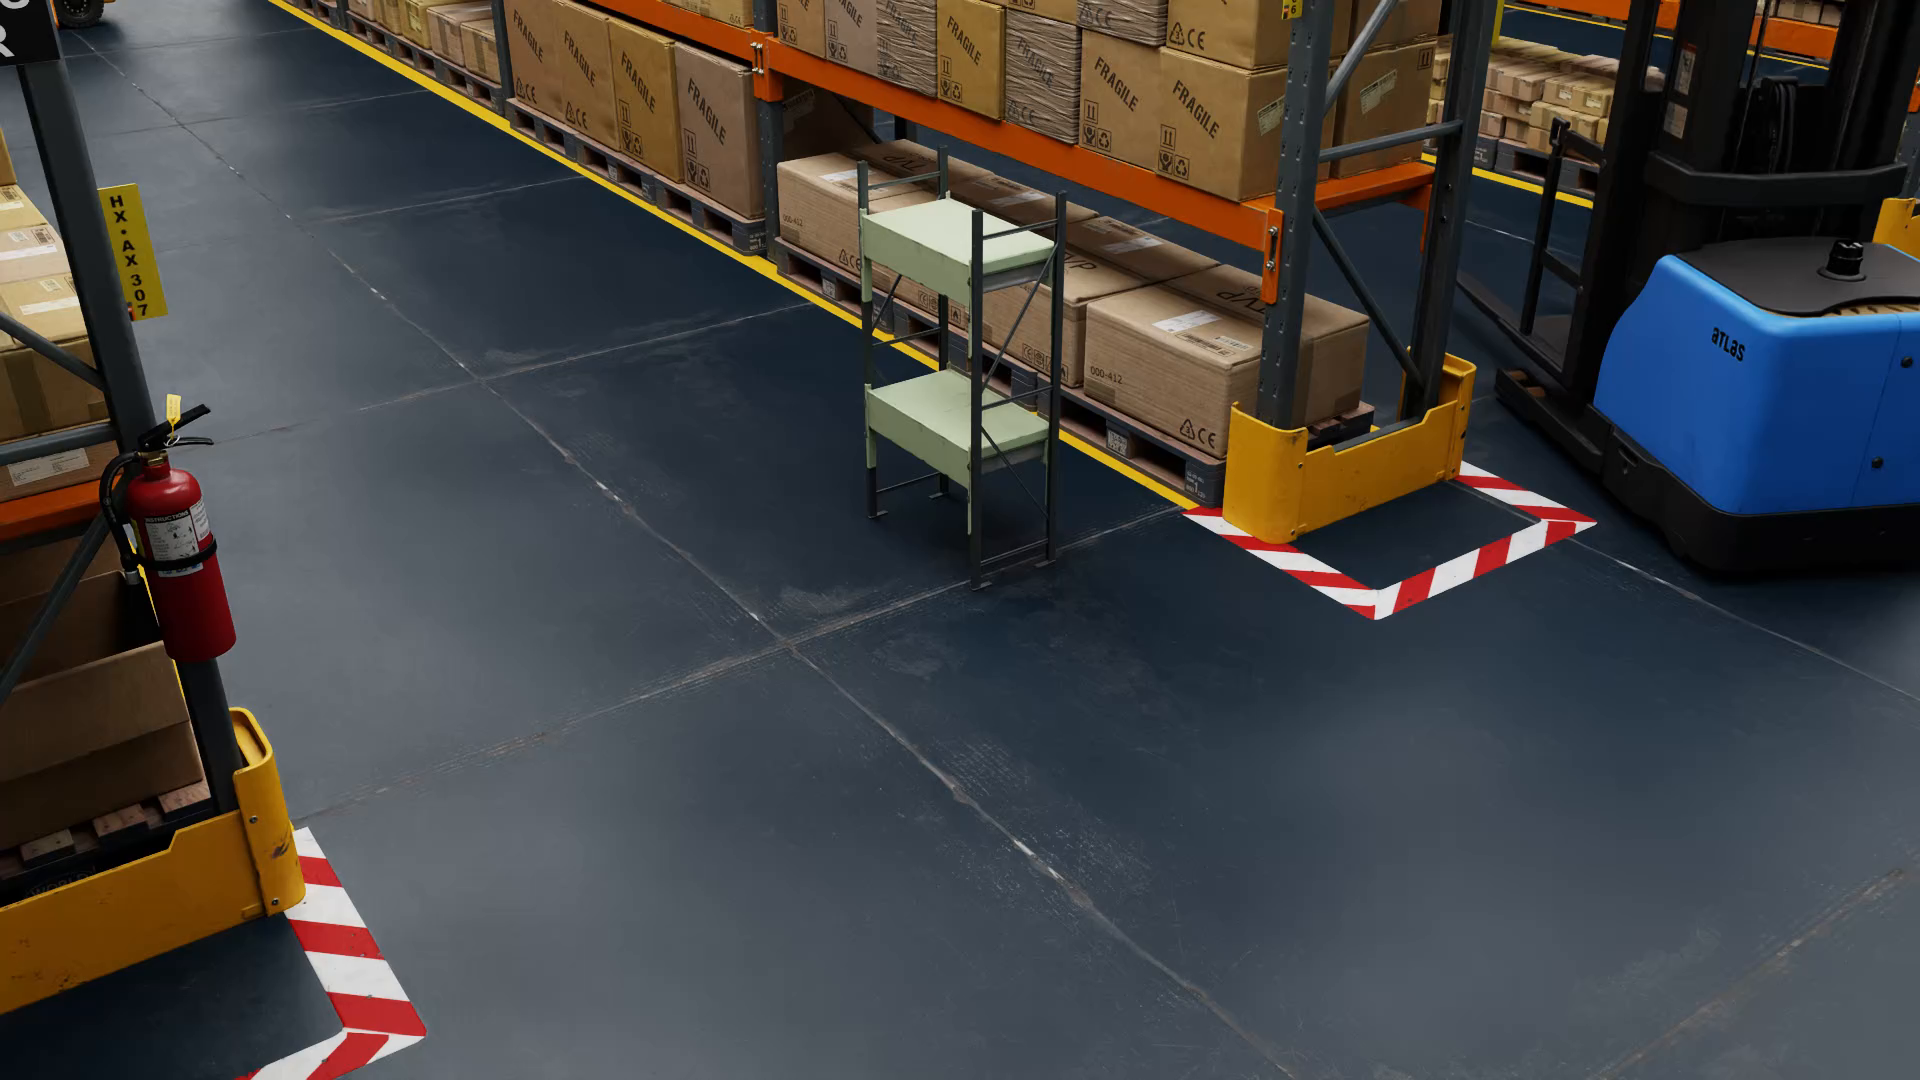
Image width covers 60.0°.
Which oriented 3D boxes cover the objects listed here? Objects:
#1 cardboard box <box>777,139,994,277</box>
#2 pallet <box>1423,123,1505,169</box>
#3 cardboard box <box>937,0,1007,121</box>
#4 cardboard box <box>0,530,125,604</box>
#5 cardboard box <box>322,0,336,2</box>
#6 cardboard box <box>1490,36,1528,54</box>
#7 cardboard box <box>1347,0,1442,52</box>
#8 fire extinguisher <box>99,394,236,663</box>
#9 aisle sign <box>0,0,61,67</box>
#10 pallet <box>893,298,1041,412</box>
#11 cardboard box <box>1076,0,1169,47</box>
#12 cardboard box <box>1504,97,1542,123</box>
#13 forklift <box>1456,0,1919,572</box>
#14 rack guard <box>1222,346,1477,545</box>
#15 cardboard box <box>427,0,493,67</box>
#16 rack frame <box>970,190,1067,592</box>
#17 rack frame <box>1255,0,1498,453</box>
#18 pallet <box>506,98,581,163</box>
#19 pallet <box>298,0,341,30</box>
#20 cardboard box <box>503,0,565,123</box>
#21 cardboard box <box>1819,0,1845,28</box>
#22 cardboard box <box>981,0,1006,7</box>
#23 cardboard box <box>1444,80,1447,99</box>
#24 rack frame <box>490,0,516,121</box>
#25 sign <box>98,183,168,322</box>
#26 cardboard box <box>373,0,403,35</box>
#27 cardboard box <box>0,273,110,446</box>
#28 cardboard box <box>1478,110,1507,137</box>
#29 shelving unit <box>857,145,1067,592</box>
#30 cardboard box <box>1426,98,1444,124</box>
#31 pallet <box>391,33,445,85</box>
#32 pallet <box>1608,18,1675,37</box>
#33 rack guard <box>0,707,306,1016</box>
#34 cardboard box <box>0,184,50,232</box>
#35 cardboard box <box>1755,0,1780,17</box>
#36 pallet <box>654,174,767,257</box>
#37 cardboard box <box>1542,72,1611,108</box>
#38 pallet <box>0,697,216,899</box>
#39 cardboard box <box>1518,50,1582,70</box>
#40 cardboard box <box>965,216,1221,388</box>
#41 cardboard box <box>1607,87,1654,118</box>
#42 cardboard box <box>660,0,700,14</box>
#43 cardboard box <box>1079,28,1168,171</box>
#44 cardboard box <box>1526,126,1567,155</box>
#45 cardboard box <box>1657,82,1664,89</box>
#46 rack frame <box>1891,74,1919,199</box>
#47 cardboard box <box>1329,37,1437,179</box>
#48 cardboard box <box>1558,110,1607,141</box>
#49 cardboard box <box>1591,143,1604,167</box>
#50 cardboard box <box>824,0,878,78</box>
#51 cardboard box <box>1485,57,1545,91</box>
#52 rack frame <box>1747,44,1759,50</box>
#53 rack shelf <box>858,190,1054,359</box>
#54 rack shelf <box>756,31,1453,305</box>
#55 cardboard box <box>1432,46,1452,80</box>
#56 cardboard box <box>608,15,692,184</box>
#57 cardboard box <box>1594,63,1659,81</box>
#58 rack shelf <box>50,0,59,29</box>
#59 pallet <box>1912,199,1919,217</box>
[{"bbox_3d":[-0.415,-1.864,9.284,0.875,0.438,0.875,-19,34,-31],"label":"cardboard box"},{"bbox_3d":[3.700,-3.012,12.076,1.003,0.211,1.213,-19,34,-31],"label":"pallet"},{"bbox_3d":[0.237,-2.276,7.694,0.500,0.500,0.500,-18,33,-29],"label":"cardboard box"},{"bbox_3d":[-3.155,0.158,5.495,0.700,0.500,0.500,-17,33,-29],"label":"cardboard box"},{"bbox_3d":[-5.895,-5.321,15.846,0.500,0.250,0.500,-17,33,-28],"label":"cardboard box"},{"bbox_3d":[3.880,-3.528,12.026,0.380,0.149,0.250,-18,33,-30],"label":"cardboard box"},{"bbox_3d":[1.582,-2.273,6.640,0.500,0.500,0.500,-20,34,-32],"label":"cardboard box"},{"bbox_3d":[-1.951,-0.022,4.119,0.296,0.674,0.183,-19,34,-31],"label":"fire extinguisher"},{"bbox_3d":[-2.134,-1.346,3.362,0.394,0.787,0.004,-19,34,-31],"label":"aisle sign"},{"bbox_3d":[0.397,-1.062,8.484,1.003,0.211,1.213,-19,34,-31],"label":"pallet"},{"bbox_3d":[0.827,-2.324,6.734,0.500,0.500,0.500,-19,34,-30],"label":"cardboard box"},{"bbox_3d":[3.916,-2.945,11.264,0.380,0.149,0.250,-17,33,-28],"label":"cardboard box"},{"bbox_3d":[3.171,-1.847,7.079,1.130,2.935,3.031,-4,29,-7],"label":"forklift"},{"bbox_3d":[1.642,-0.417,6.993,1.175,0.500,0.348,-19,34,-31],"label":"rack guard"},{"bbox_3d":[-3.767,-4.171,13.601,0.950,0.372,0.625,-19,34,-32],"label":"cardboard box"},{"bbox_3d":[0.208,-0.519,6.135,0.400,1.500,0.023,-19,34,-31],"label":"rack frame"},{"bbox_3d":[1.628,-1.524,6.414,1.000,3.000,0.127,-19,34,-31],"label":"rack frame"},{"bbox_3d":[-2.617,-3.082,12.203,1.003,0.211,1.213,-19,34,-31],"label":"pallet"},{"bbox_3d":[-5.751,-5.215,16.132,1.003,0.211,1.213,-19,34,-31],"label":"pallet"},{"bbox_3d":[-2.679,-3.594,12.011,0.875,0.875,0.875,-19,34,-31],"label":"cardboard box"},{"bbox_3d":[5.069,-2.979,9.356,0.380,0.149,0.250,-19,34,-31],"label":"cardboard box"},{"bbox_3d":[0.253,-2.713,7.451,0.500,0.500,0.500,-19,34,-31],"label":"cardboard box"},{"bbox_3d":[3.621,-3.164,11.668,0.380,0.149,0.250,-19,34,-31],"label":"cardboard box"},{"bbox_3d":[-3.012,-4.634,12.141,1.000,3.000,0.127,-19,34,-31],"label":"rack frame"},{"bbox_3d":[-1.971,-0.680,3.951,0.100,0.325,0.005,-19,34,-31],"label":"sign"},{"bbox_3d":[-4.607,-4.738,14.644,0.950,0.372,0.625,-17,33,-28],"label":"cardboard box"},{"bbox_3d":[-2.457,-0.465,4.308,0.500,0.250,0.500,-19,34,-30],"label":"cardboard box"},{"bbox_3d":[3.760,-2.920,11.530,0.380,0.149,0.250,-20,34,-32],"label":"cardboard box"},{"bbox_3d":[-0.004,-0.662,6.397,0.431,1.500,0.755,-19,34,-31],"label":"shelving unit"},{"bbox_3d":[3.385,-3.087,11.838,0.380,0.149,0.250,-18,33,-29],"label":"cardboard box"},{"bbox_3d":[-4.168,-4.187,14.239,1.003,0.211,1.213,-19,34,-31],"label":"pallet"},{"bbox_3d":[6.871,-4.877,15.508,1.003,0.211,1.213,-19,34,-31],"label":"pallet"},{"bbox_3d":[-2.457,0.920,4.532,1.175,0.500,0.348,-19,34,-31],"label":"rack guard"},{"bbox_3d":[-3.046,-0.857,5.030,0.500,0.250,0.500,-19,34,-32],"label":"cardboard box"},{"bbox_3d":[4.744,-3.165,9.698,0.380,0.149,0.250,-18,33,-29],"label":"cardboard box"},{"bbox_3d":[-1.201,-2.133,10.457,1.003,0.211,1.213,-19,34,-31],"label":"pallet"},{"bbox_3d":[4.087,-2.983,11.024,0.380,0.149,0.250,-20,35,-33],"label":"cardboard box"},{"bbox_3d":[-2.920,0.737,5.171,1.003,0.211,1.213,-19,34,-31],"label":"pallet"},{"bbox_3d":[4.117,-3.310,11.626,0.380,0.149,0.250,-18,33,-29],"label":"cardboard box"},{"bbox_3d":[0.626,-1.165,7.997,0.875,0.438,0.875,-18,33,-29],"label":"cardboard box"},{"bbox_3d":[4.373,-2.782,10.654,0.380,0.149,0.250,-20,34,-32],"label":"cardboard box"},{"bbox_3d":[-1.452,-3.316,9.871,0.500,0.250,0.500,-19,34,-31],"label":"cardboard box"},{"bbox_3d":[0.854,-1.882,6.967,0.500,0.500,0.500,-20,34,-32],"label":"cardboard box"},{"bbox_3d":[4.017,-2.697,11.120,0.380,0.149,0.250,-20,34,-32],"label":"cardboard box"},{"bbox_3d":[4.795,-2.931,10.928,0.380,0.149,0.250,-18,33,-30],"label":"cardboard box"},{"bbox_3d":[5.602,-2.934,9.009,1.000,3.000,0.127,-19,34,-31],"label":"rack frame"},{"bbox_3d":[1.583,-1.834,6.880,0.500,0.500,0.500,-19,34,-31],"label":"cardboard box"},{"bbox_3d":[4.133,-2.726,10.862,0.380,0.149,0.250,-18,34,-30],"label":"cardboard box"},{"bbox_3d":[4.317,-2.497,10.752,0.380,0.149,0.250,-18,33,-30],"label":"cardboard box"},{"bbox_3d":[-0.345,-2.672,8.422,0.500,0.500,0.500,-19,34,-30],"label":"cardboard box"},{"bbox_3d":[3.781,-3.188,11.400,0.380,0.149,0.250,-20,34,-32],"label":"cardboard box"},{"bbox_3d":[7.380,-5.823,14.329,1.000,3.000,0.127,-19,34,-31],"label":"rack frame"},{"bbox_3d":[-0.004,-1.005,6.211,0.431,0.370,0.720,-19,34,-31],"label":"rack shelf"},{"bbox_3d":[0.468,-1.986,8.017,1.077,0.370,4.000,-19,34,-31],"label":"rack shelf"},{"bbox_3d":[3.424,-3.367,11.731,0.380,0.149,0.250,-17,33,-28],"label":"cardboard box"},{"bbox_3d":[-1.647,-2.898,10.730,0.875,0.875,0.875,-18,33,-29],"label":"cardboard box"},{"bbox_3d":[4.516,-3.129,11.293,0.380,0.149,0.250,-20,34,-32],"label":"cardboard box"},{"bbox_3d":[-3.573,-1.928,4.769,1.077,0.370,4.000,-19,34,-31],"label":"rack shelf"},{"bbox_3d":[5.115,-2.064,10.329,1.003,0.211,1.213,-19,34,-31],"label":"pallet"}]
